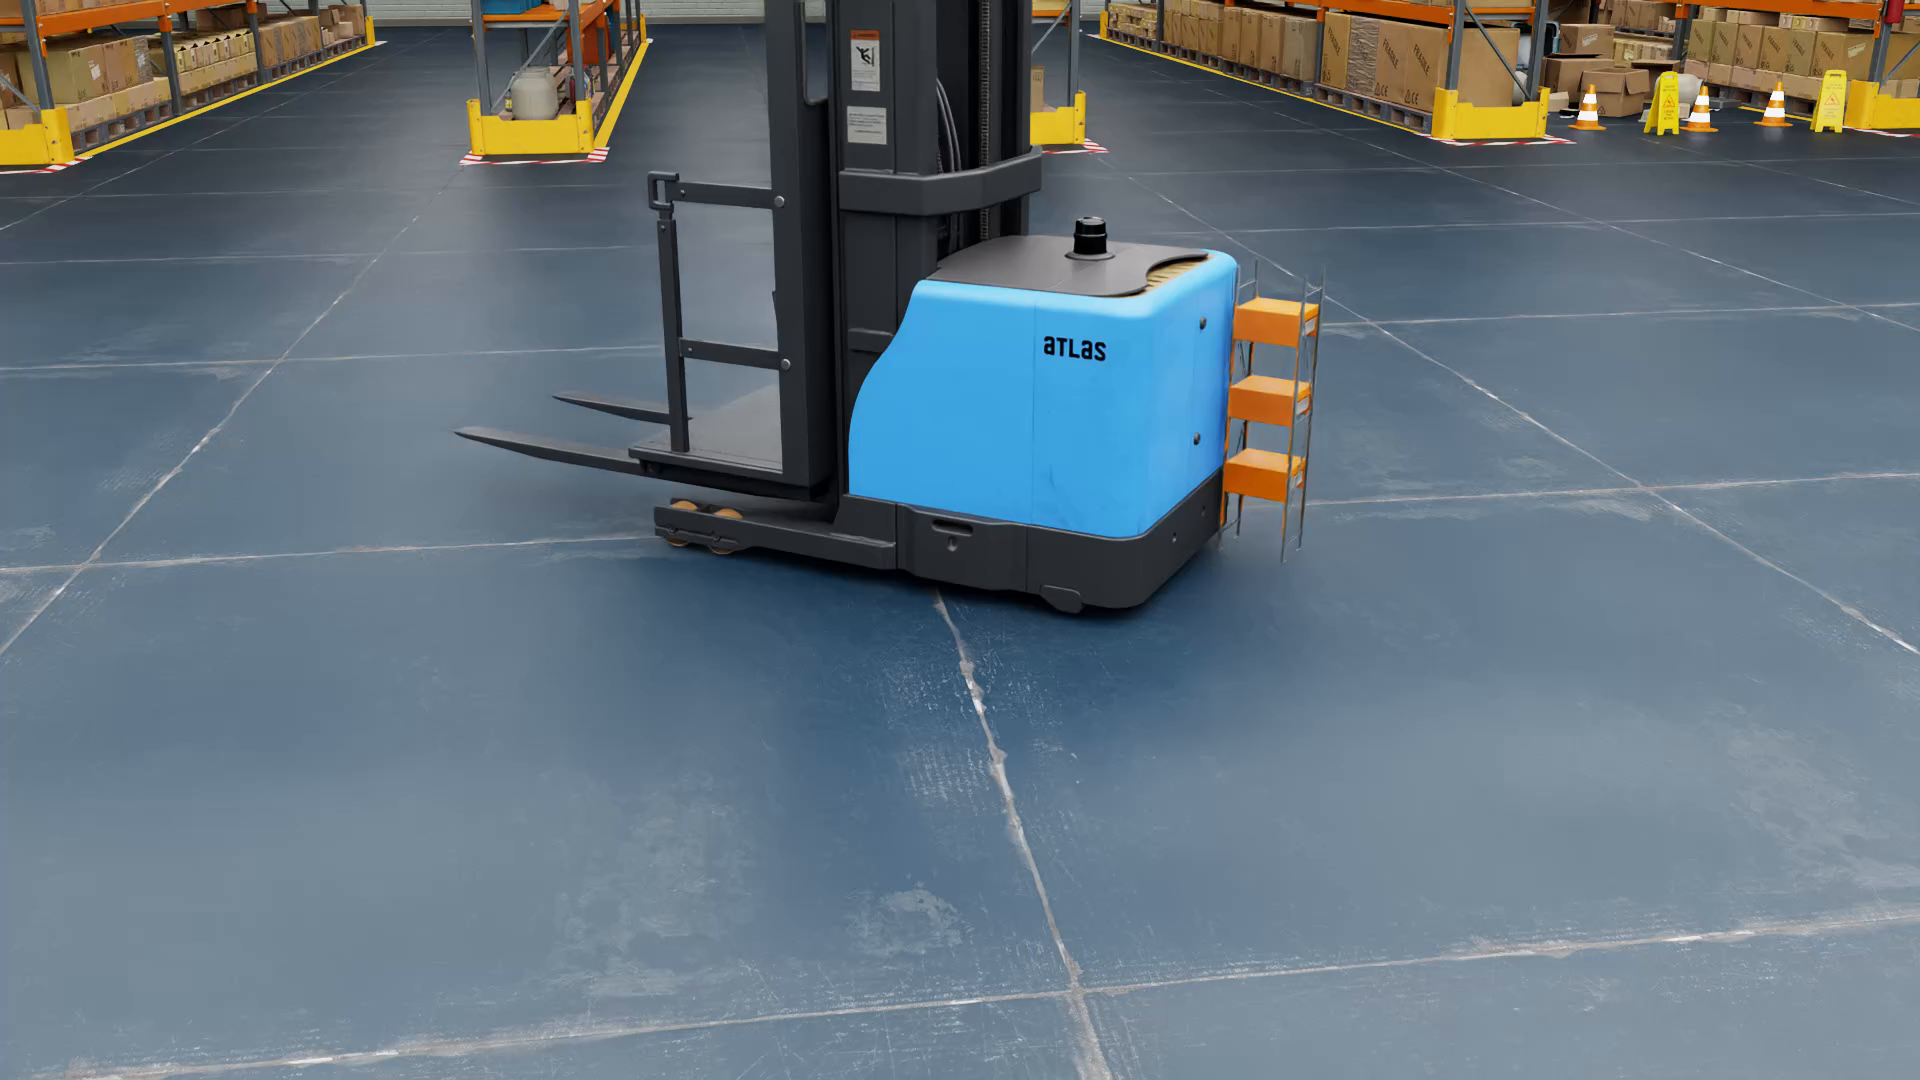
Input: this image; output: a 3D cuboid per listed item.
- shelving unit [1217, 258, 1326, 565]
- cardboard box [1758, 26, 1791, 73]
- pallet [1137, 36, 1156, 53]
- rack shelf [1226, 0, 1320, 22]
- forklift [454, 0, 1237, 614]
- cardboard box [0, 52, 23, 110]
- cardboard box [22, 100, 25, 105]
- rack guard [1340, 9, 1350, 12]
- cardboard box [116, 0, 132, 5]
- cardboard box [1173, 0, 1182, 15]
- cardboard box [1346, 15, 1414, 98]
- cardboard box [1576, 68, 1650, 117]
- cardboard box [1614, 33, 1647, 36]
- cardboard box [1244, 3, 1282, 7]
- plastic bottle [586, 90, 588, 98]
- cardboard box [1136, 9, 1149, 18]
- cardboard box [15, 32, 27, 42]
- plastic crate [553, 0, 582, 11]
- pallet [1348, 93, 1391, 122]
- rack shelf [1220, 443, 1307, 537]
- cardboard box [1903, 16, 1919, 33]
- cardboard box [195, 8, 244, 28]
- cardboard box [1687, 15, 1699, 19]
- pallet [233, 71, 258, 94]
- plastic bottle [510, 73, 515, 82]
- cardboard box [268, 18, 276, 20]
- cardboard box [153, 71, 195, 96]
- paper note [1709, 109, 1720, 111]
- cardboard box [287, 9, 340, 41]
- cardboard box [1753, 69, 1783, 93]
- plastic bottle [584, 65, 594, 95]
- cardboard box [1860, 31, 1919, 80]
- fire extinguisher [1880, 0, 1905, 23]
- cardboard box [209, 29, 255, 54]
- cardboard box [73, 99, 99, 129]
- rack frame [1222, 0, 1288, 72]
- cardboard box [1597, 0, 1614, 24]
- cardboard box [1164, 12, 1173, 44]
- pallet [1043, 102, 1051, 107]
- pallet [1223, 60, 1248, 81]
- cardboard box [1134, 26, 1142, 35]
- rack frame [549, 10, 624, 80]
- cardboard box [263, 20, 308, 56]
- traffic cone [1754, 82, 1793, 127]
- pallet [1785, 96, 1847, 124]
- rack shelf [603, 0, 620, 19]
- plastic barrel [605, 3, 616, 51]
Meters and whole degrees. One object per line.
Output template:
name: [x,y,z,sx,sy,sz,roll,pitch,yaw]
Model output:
shelving unit: [1.105,-0.453,5.926,0.252,1.050,0.215,12,23,29]
cardboard box: [9.996,-5.887,19.949,0.500,0.500,0.500,-3,21,-9]
pallet: [3.768,-8.802,29.480,1.003,0.211,1.213,-3,21,-8]
rack shelf: [4.765,-7.463,22.938,1.077,0.370,4.000,-3,21,-8]
forklift: [-0.558,-1.471,5.966,3.031,2.935,1.130,10,23,25]
cardboard box: [-9.468,-4.440,16.073,0.500,0.500,0.500,-3,21,-8]
cardboard box: [-9.550,-4.261,16.667,0.500,0.250,0.500,-3,21,-8]
rack guard: [8.204,-10.384,33.304,1.175,0.500,0.348,-3,21,-8]
cardboard box: [-9.520,-6.105,18.132,0.700,0.500,0.500,-3,21,-8]
cardboard box: [3.824,-8.801,27.393,0.500,0.250,0.500,-2,21,-6]
cardboard box: [5.208,-5.776,19.829,0.875,0.875,0.875,-3,21,-7]
cardboard box: [7.755,-5.318,19.736,0.637,0.503,0.797,17,27,39]
cardboard box: [9.546,-7.291,24.607,0.950,0.372,0.625,-3,21,-9]
cardboard box: [4.617,-8.120,25.571,0.500,0.250,0.500,-4,21,-10]
plastic bottle: [-4.225,-4.984,18.643,0.097,0.201,0.097,0,20,0]
cardboard box: [3.381,-9.482,29.941,0.380,0.149,0.250,-4,21,-10]
cardboard box: [-15.803,-8.377,27.329,0.700,0.500,0.500,-3,21,-8]
plastic crate: [-4.005,-5.460,16.925,0.298,0.136,0.250,-3,21,-8]
pallet: [5.265,-5.111,19.598,1.003,0.211,1.213,-3,21,-8]
rack shelf: [1.103,-0.183,6.027,0.240,0.259,0.215,12,23,29]
cardboard box: [14.547,-7.437,24.636,0.875,0.625,0.625,-4,21,-10]
cardboard box: [-10.629,-7.496,23.872,0.500,0.250,0.500,-2,21,-6]
cardboard box: [13.834,-9.591,30.852,0.500,0.311,0.500,-2,21,-6]
pallet: [-10.170,-6.186,22.476,1.003,0.211,1.213,-3,21,-8]
plastic bottle: [-4.950,-5.030,18.554,0.144,0.351,0.185,-2,21,-6]
cardboard box: [-10.910,-7.835,25.850,0.500,0.500,0.500,-3,21,-7]
cardboard box: [-9.486,-5.455,19.863,0.500,0.250,0.500,-3,21,-9]
paper note: [9.115,-5.221,20.150,0.142,0.019,0.148,-11,23,-26]
cardboard box: [-11.102,-8.851,28.565,0.797,0.503,0.637,-3,21,-8]
cardboard box: [9.983,-5.543,20.099,0.500,0.250,0.500,-4,21,-10]
plastic bottle: [-4.393,-5.399,19.542,0.144,0.351,0.185,-3,21,-9]
cardboard box: [10.667,-5.568,19.096,0.500,0.500,0.500,-4,21,-10]
fire extinguisher: [10.074,-5.908,17.858,0.296,0.674,0.183,-3,21,-8]
cardboard box: [-9.930,-6.781,22.613,0.500,0.311,0.500,-2,21,-6]
cardboard box: [-9.029,-4.287,16.738,0.500,0.250,0.500,-3,21,-8]
rack frame: [4.477,-8.492,24.667,1.000,3.000,0.127,-3,21,-8]
cardboard box: [13.113,-10.609,33.302,0.797,0.503,0.637,-4,21,-10]
cardboard box: [3.744,-8.634,28.018,0.500,0.500,0.500,-2,21,-6]
pallet: [0.441,-4.932,19.119,1.003,0.211,1.213,-3,21,-8]
pallet: [4.516,-6.909,24.413,1.003,0.211,1.213,-3,21,-8]
cardboard box: [3.357,-9.215,30.077,0.380,0.149,0.250,-3,21,-8]
rack frame: [-5.347,-8.027,23.422,1.000,3.000,0.127,-3,21,-8]
cardboard box: [-10.337,-7.697,25.482,0.500,0.500,0.500,-3,21,-7]
traffic cone: [9.175,-4.903,18.681,0.336,0.463,0.334,-3,21,-8]
pallet: [10.420,-5.010,19.329,1.003,0.211,1.213,-3,21,-8]
rack shelf: [-5.059,-6.998,21.693,1.077,0.370,4.000,-3,21,-8]
plastic barrel: [-5.760,-8.192,26.260,0.600,0.901,0.708,-3,21,-8]
